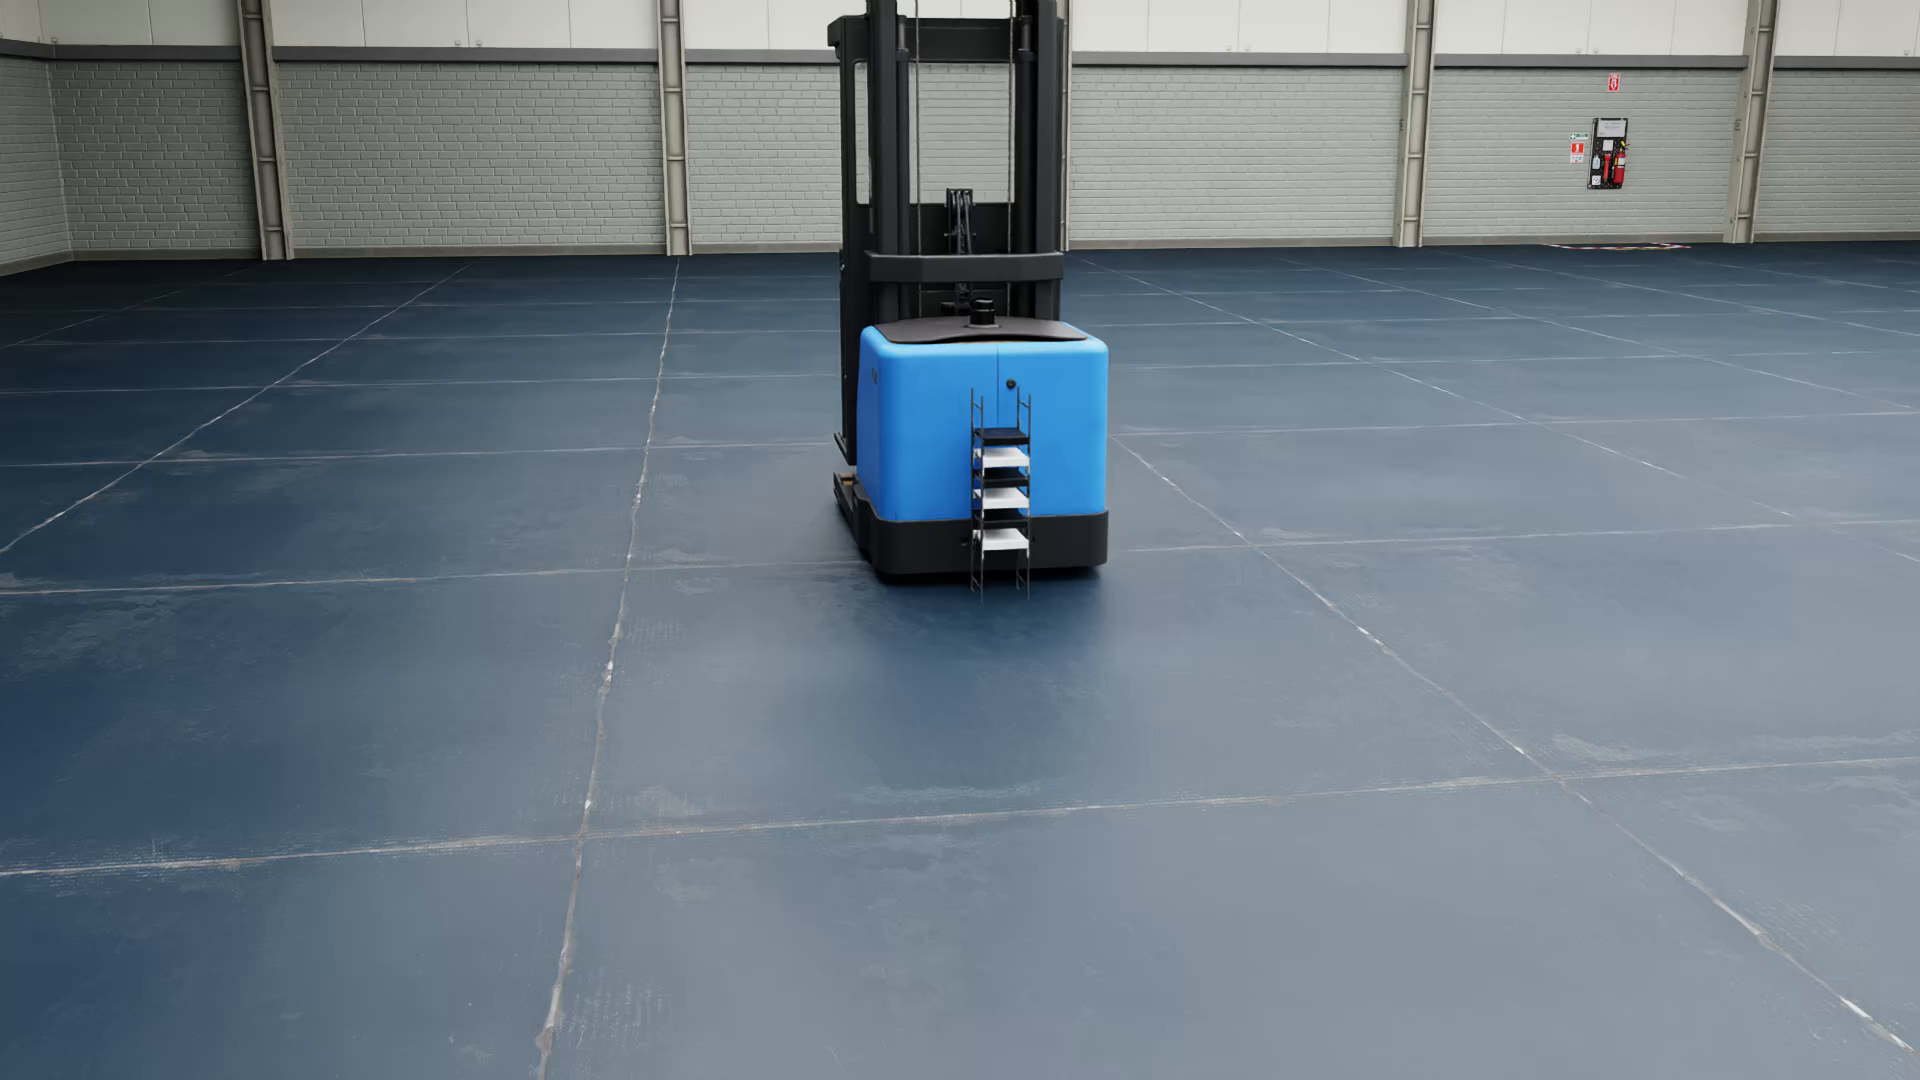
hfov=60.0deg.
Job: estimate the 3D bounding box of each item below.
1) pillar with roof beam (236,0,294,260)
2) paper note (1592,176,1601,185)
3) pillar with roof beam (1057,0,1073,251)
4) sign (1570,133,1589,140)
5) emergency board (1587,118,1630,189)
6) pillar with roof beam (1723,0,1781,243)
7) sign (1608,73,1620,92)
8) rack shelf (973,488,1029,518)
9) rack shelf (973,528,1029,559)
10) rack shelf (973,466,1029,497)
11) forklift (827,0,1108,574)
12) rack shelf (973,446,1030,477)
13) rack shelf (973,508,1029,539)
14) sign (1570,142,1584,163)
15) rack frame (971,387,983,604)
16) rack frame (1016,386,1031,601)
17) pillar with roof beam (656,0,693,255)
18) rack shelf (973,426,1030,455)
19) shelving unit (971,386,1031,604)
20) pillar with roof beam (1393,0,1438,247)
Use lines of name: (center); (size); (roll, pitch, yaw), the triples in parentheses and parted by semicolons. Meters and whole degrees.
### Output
pillar with roof beam: (-9.686, -7.588, 19.981); (0.400, 9.000, 9.100); (-2, 14, -8)
paper note: (10.770, -6.086, 28.135); (0.142, 0.148, 0.016); (-2, 14, -8)
pillar with roof beam: (2.180, -8.023, 21.715); (0.400, 9.000, 9.100); (-2, 14, -8)
sign: (10.399, -6.781, 27.930); (0.331, 0.109, 0.001); (-2, 14, -8)
emergency board: (10.956, -6.503, 27.988); (0.643, 1.169, 0.194); (-2, 14, -8)
pillar with roof beam: (14.046, -8.458, 23.449); (0.400, 9.000, 9.100); (-2, 14, -8)
sign: (10.933, -7.652, 27.800); (0.199, 0.298, 0.001); (-2, 14, -8)
rack shelf: (0.172, -0.164, 7.162); (0.200, 0.077, 0.258); (-3, 14, -10)
rack shelf: (0.172, 0.011, 7.205); (0.200, 0.077, 0.258); (-3, 14, -10)
rack shelf: (0.172, -0.251, 7.140); (0.200, 0.077, 0.258); (-3, 14, -10)
forklift: (-0.080, -1.580, 8.497); (1.130, 2.935, 3.031); (-2, 14, -9)
rack shelf: (0.172, -0.338, 7.118); (0.200, 0.077, 0.258); (-3, 14, -10)
rack shelf: (0.172, -0.076, 7.183); (0.200, 0.077, 0.258); (-3, 14, -10)
sign: (10.394, -6.526, 28.002); (0.234, 0.329, 0.001); (-2, 14, -8)
rack frame: (0.072, -0.191, 7.135); (0.006, 0.900, 0.240); (-3, 14, -10)
rack frame: (0.272, -0.201, 7.172); (0.006, 0.900, 0.240); (-3, 14, -10)
pillar with roof beam: (-3.753, -7.806, 20.848); (0.400, 9.000, 9.100); (-2, 14, -8)
rack shelf: (0.172, -0.426, 7.096); (0.200, 0.077, 0.258); (-3, 14, -10)
shelving unit: (0.172, -0.196, 7.153); (0.210, 0.900, 0.258); (-3, 14, -10)
pillar with roof beam: (8.113, -8.241, 22.582); (0.400, 9.000, 9.100); (-2, 14, -8)
